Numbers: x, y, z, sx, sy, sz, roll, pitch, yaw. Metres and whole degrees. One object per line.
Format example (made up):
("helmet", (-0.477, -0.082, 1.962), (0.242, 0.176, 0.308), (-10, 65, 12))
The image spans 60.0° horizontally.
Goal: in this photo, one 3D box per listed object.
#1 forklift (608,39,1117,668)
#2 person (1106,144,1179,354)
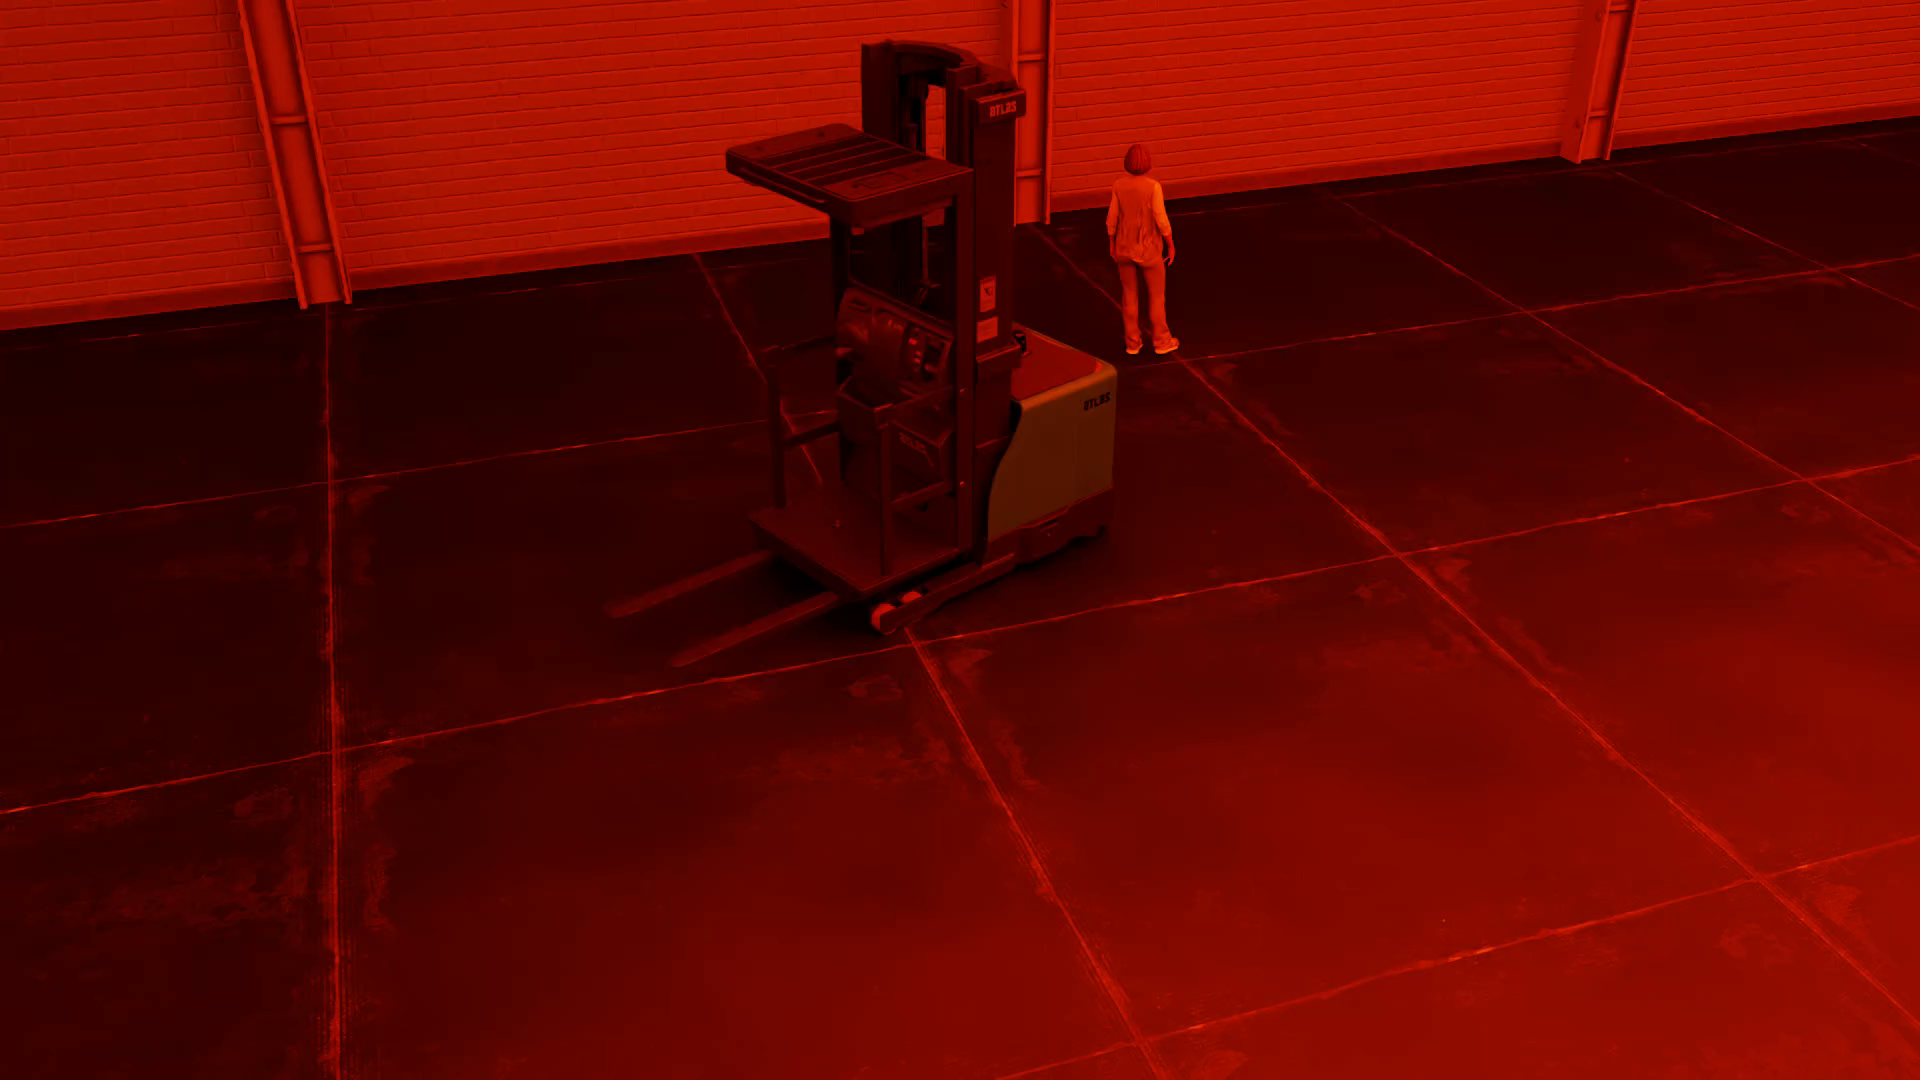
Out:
("forklift", (-0.518, -1.048, 8.908), (3.031, 2.935, 1.130), (-23, 37, -34))
("person", (1.338, -2.117, 12.092), (0.517, 1.599, 0.471), (14, 33, 23))
